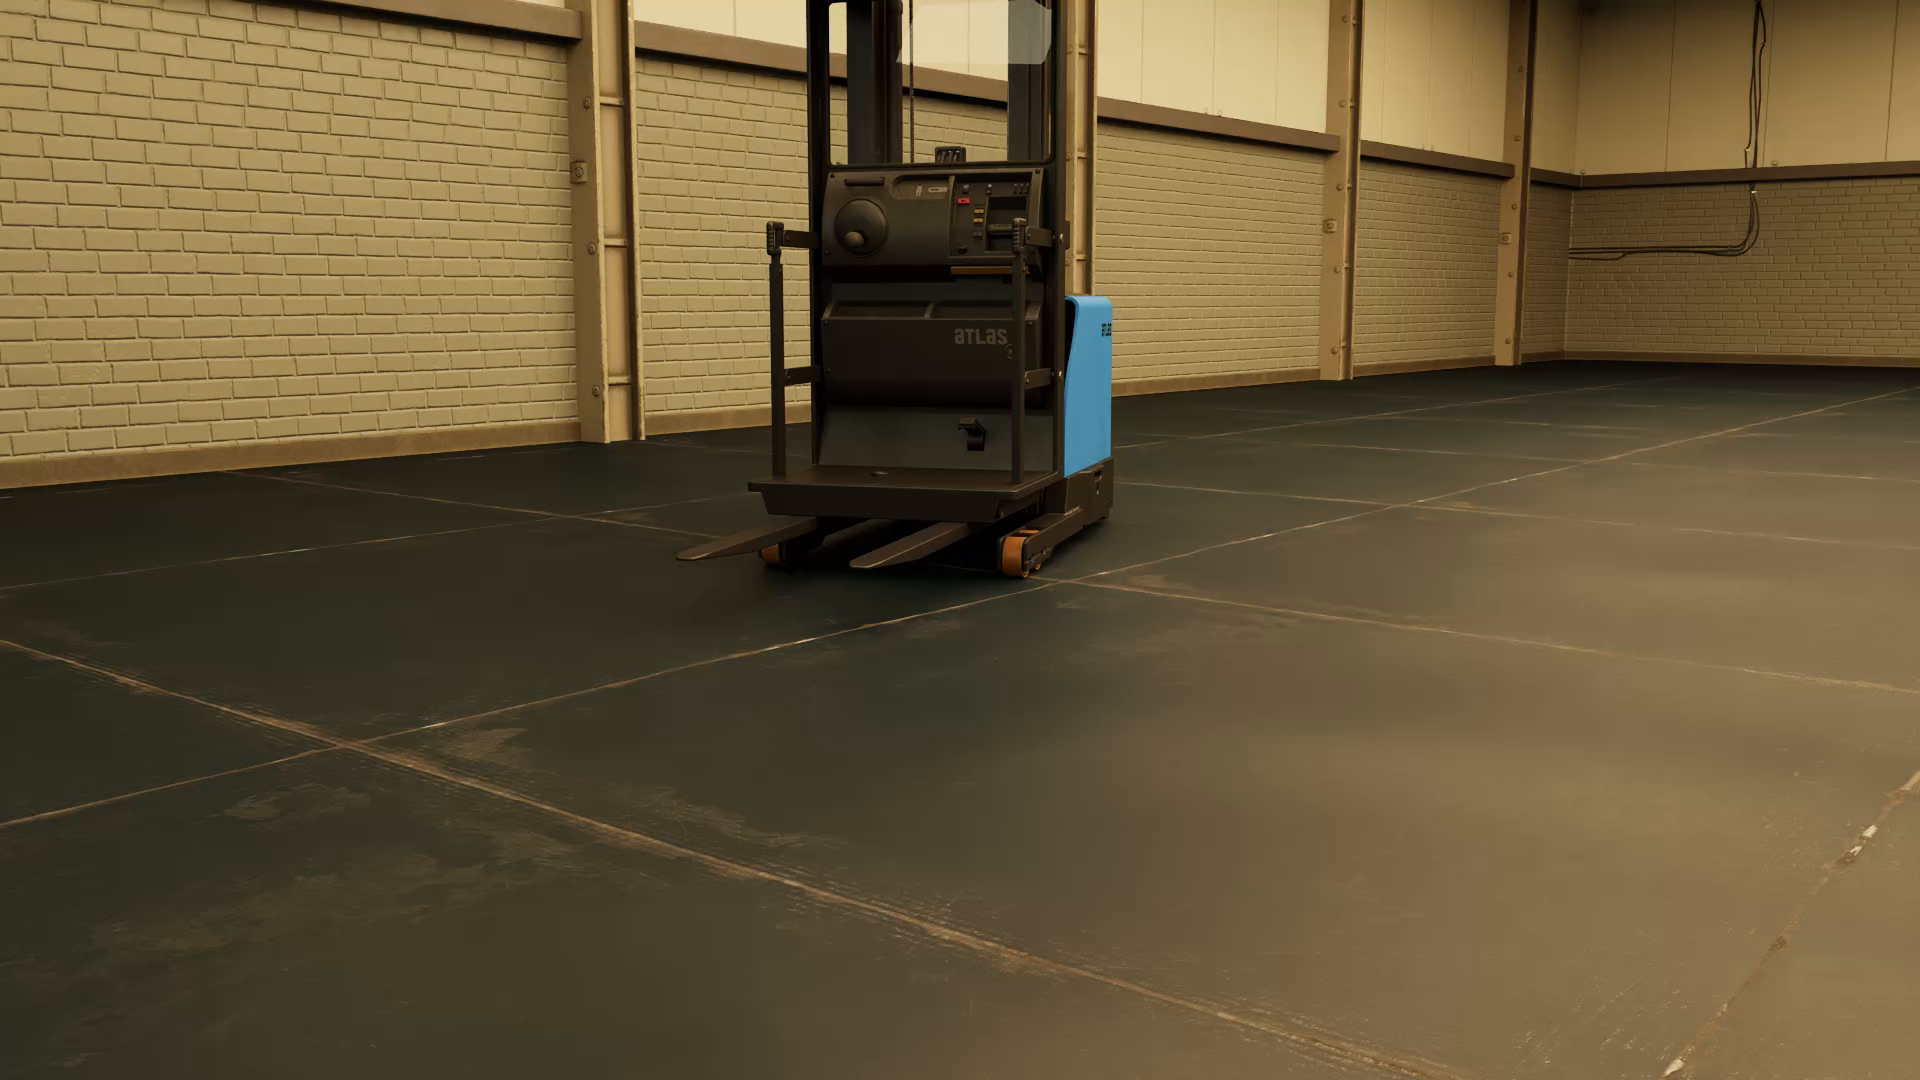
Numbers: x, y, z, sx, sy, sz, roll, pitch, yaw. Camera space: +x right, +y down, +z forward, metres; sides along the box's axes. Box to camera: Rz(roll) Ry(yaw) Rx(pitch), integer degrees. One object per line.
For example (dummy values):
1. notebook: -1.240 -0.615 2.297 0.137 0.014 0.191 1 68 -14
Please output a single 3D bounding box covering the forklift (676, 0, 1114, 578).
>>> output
1. forklift: -0.176 -1.366 6.616 1.130 2.935 3.031 3 9 17
